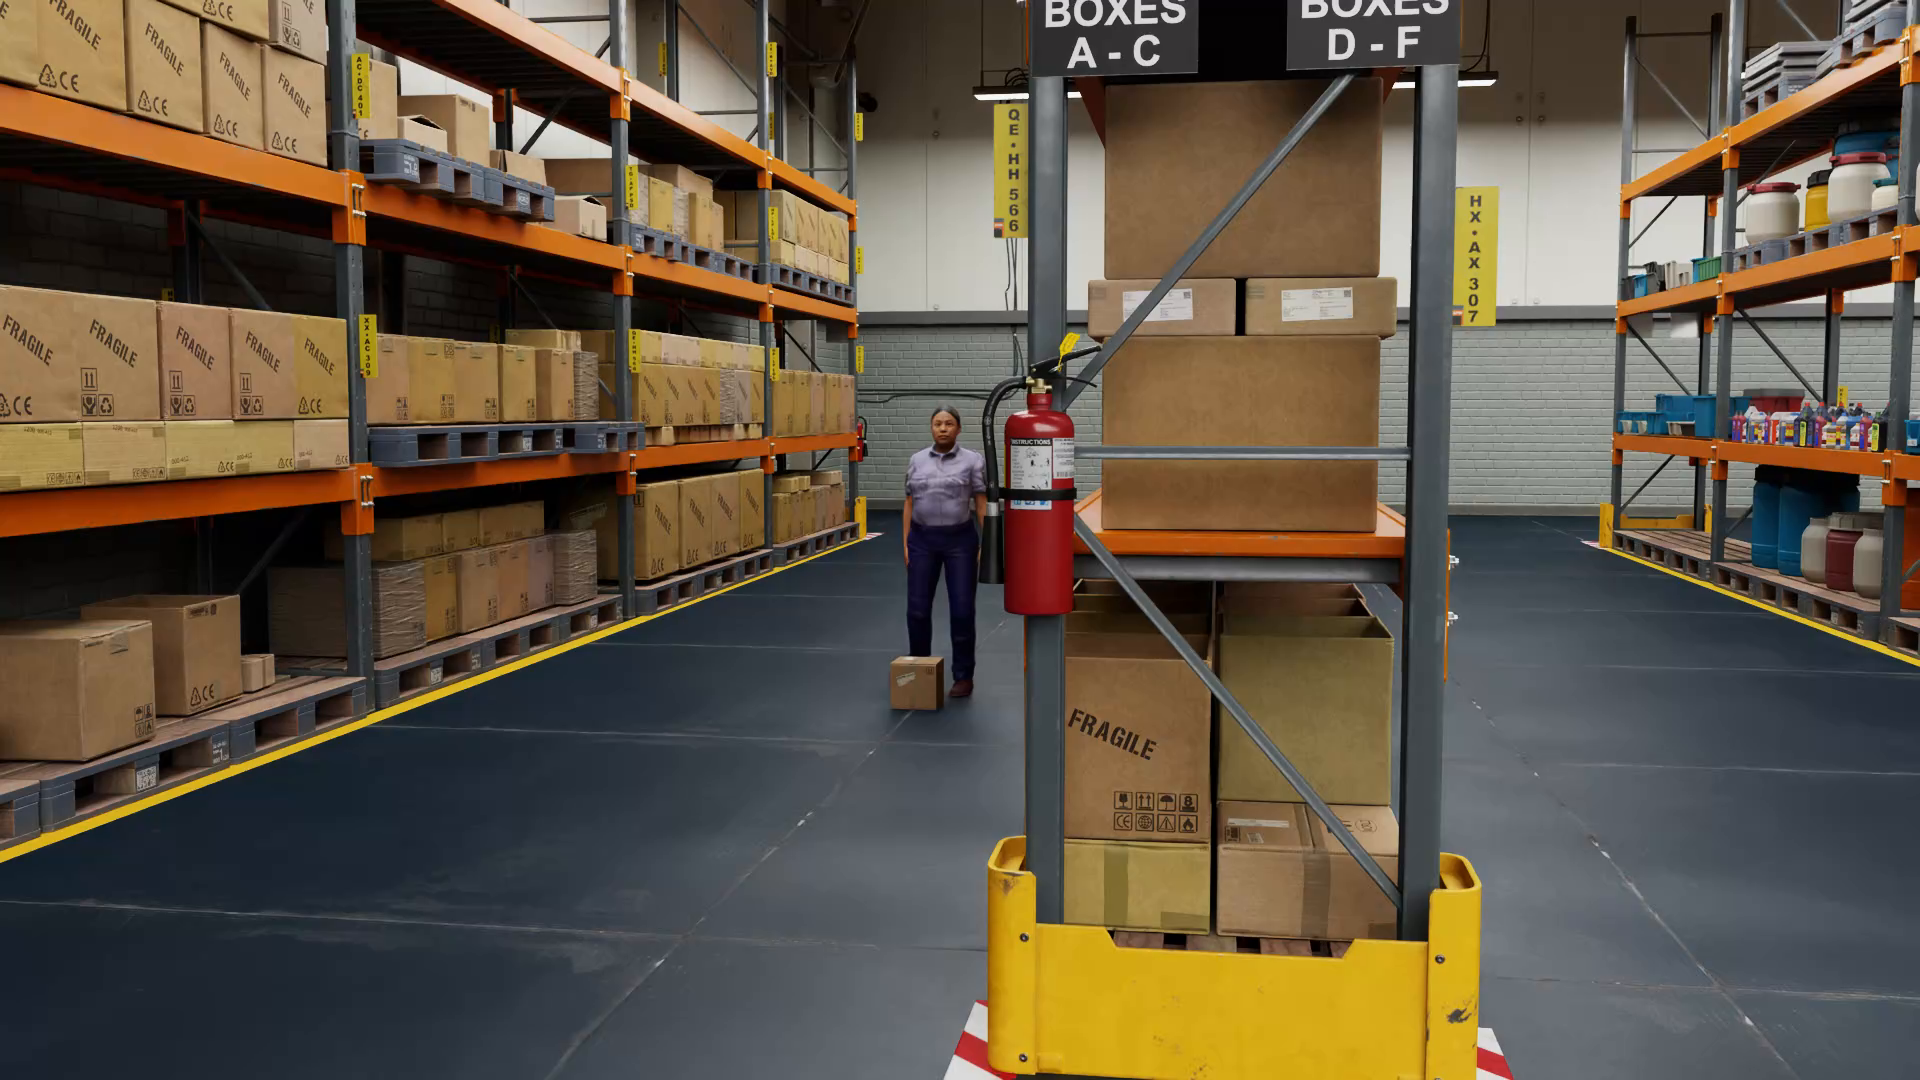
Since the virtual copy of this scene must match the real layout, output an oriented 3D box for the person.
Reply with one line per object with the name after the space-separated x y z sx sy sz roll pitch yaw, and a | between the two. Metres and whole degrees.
-0.077 0.088 9.392 0.512 1.703 0.340 1 5 10 | person
